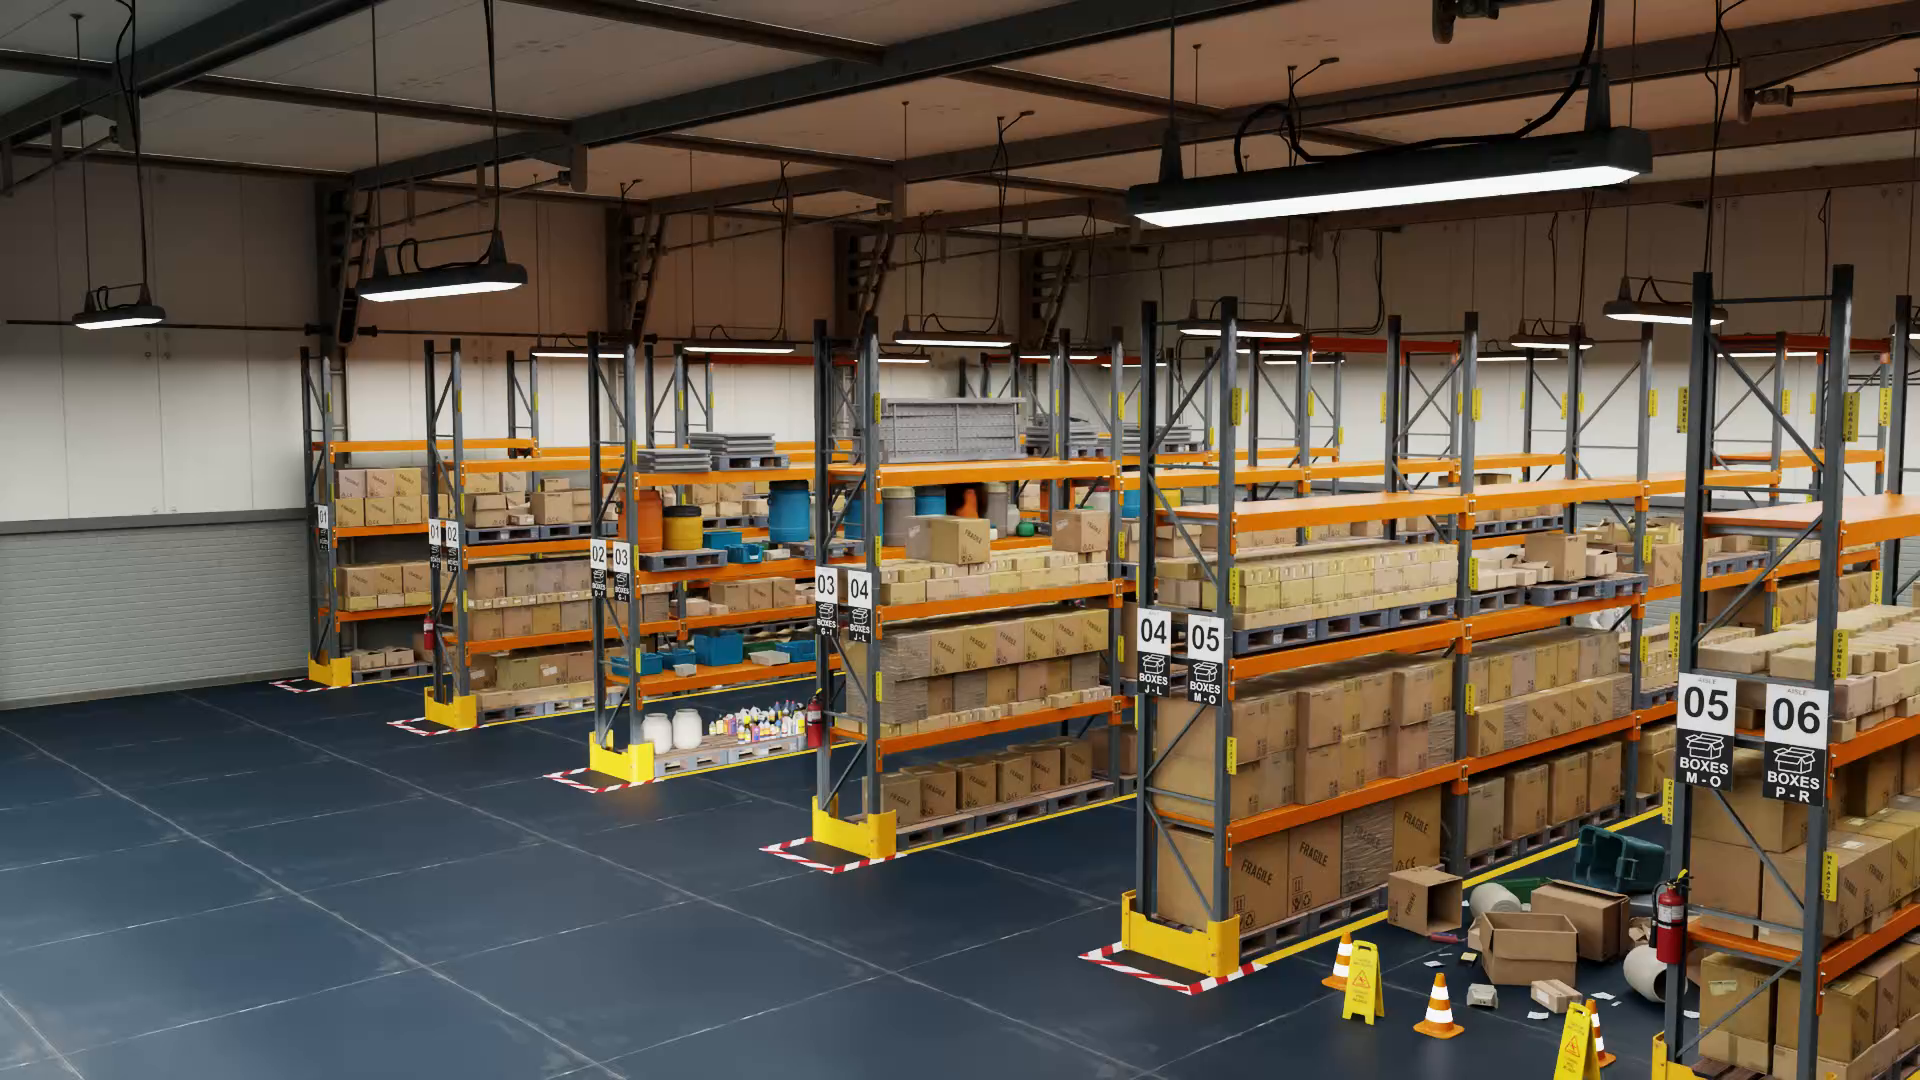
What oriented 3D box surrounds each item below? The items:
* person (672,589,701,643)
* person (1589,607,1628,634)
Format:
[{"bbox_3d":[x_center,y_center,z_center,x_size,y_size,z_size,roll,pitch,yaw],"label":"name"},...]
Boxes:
[{"bbox_3d":[-4.961,1.684,30.924,0.965,1.615,0.612,-5,7,-42],"label":"person"},{"bbox_3d":[11.538,1.705,29.620,0.747,1.735,0.751,-2,5,-17],"label":"person"}]
